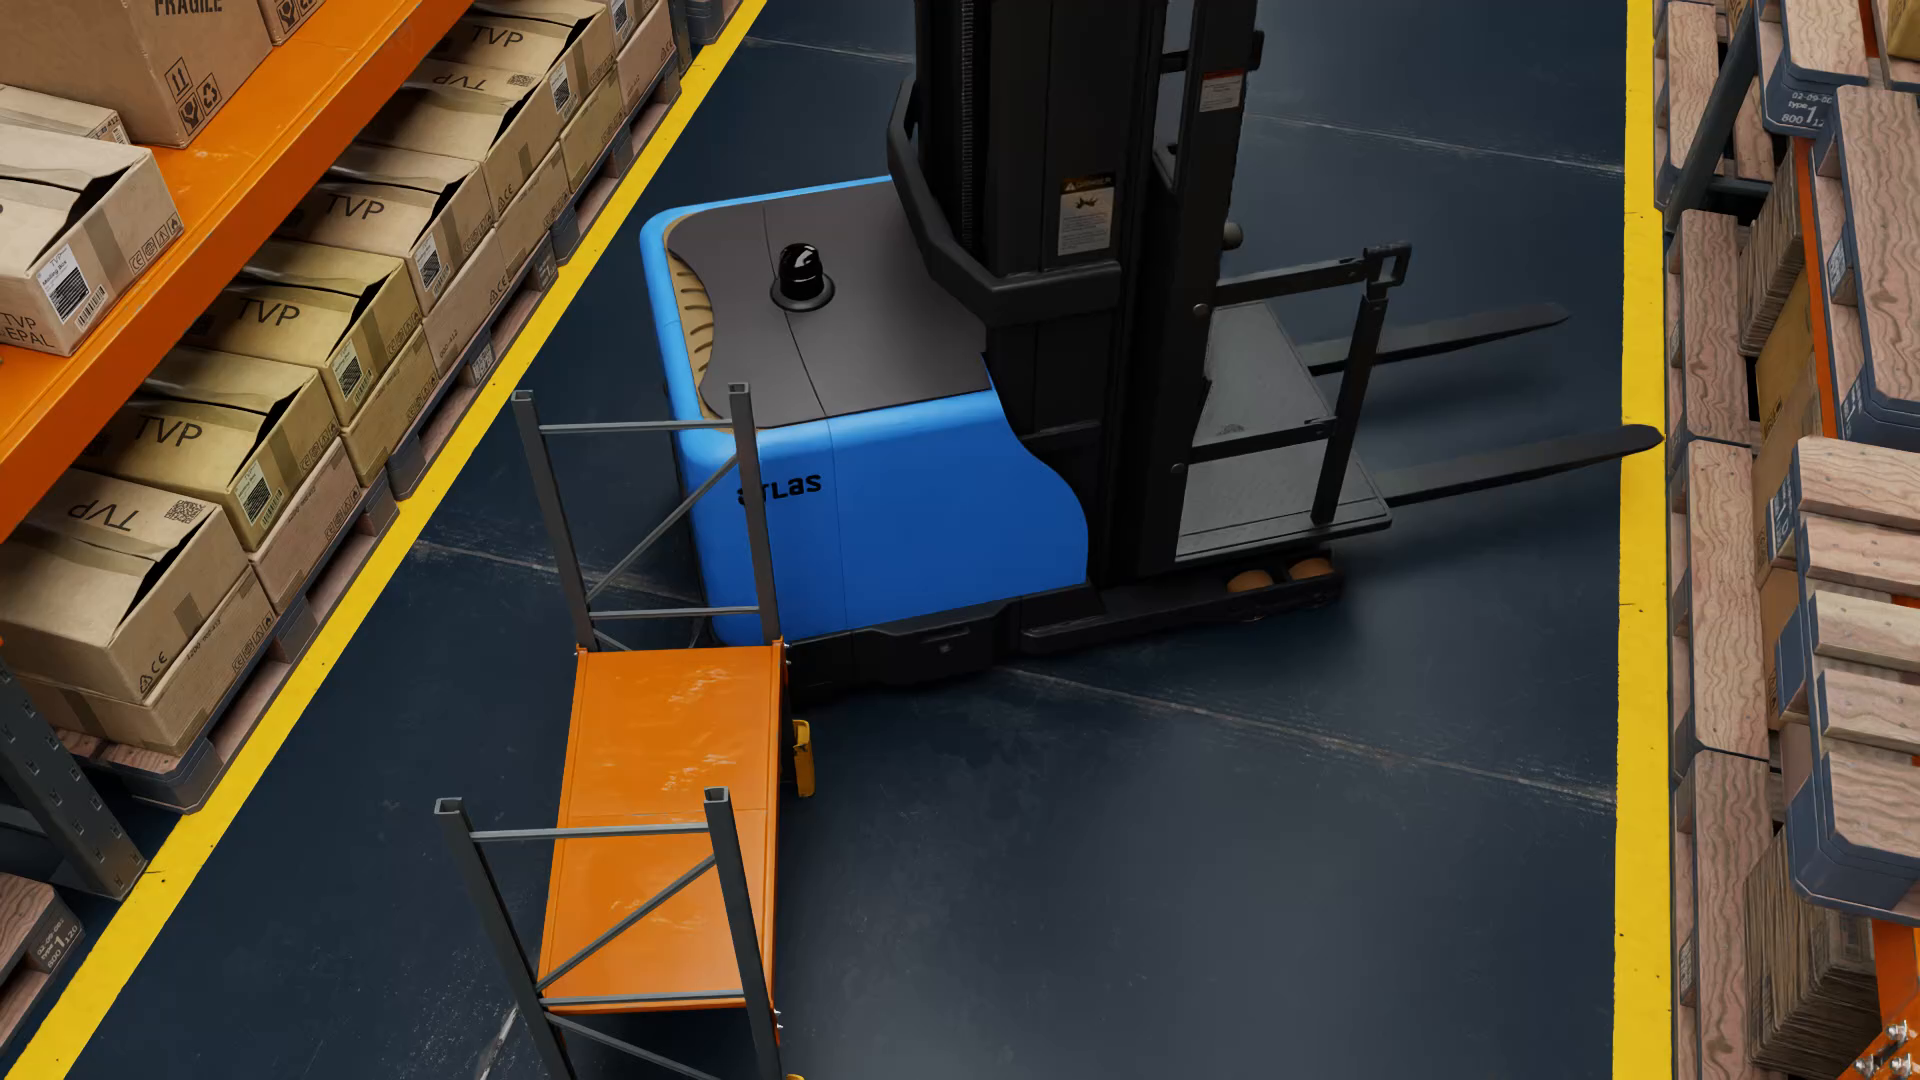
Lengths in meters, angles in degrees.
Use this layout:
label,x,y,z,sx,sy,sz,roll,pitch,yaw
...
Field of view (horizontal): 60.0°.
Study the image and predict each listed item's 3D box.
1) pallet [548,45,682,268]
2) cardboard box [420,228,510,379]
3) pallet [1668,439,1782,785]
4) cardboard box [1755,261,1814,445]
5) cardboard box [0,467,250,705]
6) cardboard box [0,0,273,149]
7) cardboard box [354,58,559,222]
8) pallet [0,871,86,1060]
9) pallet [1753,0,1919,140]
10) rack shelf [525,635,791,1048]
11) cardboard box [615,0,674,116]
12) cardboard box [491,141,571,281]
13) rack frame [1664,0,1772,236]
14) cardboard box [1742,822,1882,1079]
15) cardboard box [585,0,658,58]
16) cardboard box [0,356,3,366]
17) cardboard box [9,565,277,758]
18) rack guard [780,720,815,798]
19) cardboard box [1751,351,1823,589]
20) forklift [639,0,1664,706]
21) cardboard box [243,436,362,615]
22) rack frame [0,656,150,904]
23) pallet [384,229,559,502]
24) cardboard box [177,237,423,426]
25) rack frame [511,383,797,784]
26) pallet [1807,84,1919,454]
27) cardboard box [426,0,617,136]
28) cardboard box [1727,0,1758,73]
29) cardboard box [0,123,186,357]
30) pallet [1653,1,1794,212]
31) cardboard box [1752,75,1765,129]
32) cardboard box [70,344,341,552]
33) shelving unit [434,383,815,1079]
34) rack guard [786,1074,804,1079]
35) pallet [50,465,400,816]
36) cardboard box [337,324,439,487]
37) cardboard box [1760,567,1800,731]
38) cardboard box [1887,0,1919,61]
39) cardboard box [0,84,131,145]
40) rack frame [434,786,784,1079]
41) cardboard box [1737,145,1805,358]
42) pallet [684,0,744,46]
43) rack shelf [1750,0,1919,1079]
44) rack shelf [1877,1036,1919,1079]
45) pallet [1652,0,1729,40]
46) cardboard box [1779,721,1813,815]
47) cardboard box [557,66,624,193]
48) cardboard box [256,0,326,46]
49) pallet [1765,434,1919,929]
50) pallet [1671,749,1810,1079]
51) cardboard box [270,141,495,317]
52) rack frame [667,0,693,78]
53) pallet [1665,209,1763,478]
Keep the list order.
label,x,y,z,sx,sy,sz,roll,pitch,yaw
pallet,-1.785,-1.604,6.525,1.003,0.211,1.213,12,50,10
cardboard box,-1.862,-0.836,5.541,0.500,0.250,0.500,12,50,11
pallet,2.629,0.279,4.863,1.003,0.211,1.213,12,50,10
cardboard box,2.886,-0.492,5.057,0.700,0.500,0.500,11,49,9
cardboard box,-2.260,0.090,4.350,0.500,0.311,0.500,13,50,11
cardboard box,-2.255,-1.424,4.440,0.500,0.500,0.500,9,49,8
cardboard box,-1.723,-1.395,5.660,0.500,0.311,0.500,11,50,10
pallet,-2.914,1.281,3.979,1.003,0.211,1.213,12,50,10
pallet,2.810,-1.505,4.706,1.003,0.211,1.213,12,50,10
rack shelf,-0.674,0.681,3.888,0.538,0.185,1.000,-2,49,-2
cardboard box,-1.458,-1.940,6.515,0.500,0.250,0.500,11,50,10
cardboard box,-1.727,-1.204,5.866,0.500,0.250,0.500,13,50,11
rack frame,3.152,-2.093,5.096,1.000,3.000,0.127,12,50,10
cardboard box,2.238,0.951,3.784,0.700,0.500,0.500,12,50,11
cardboard box,-1.458,-2.133,6.312,0.500,0.311,0.500,12,50,10
cardboard box,-2.543,-0.399,3.661,0.500,0.311,0.500,14,50,12
cardboard box,-2.260,0.276,4.560,0.500,0.250,0.500,11,50,10
rack guard,-0.698,0.610,4.545,0.587,0.250,0.087,-2,49,-2
cardboard box,2.713,-0.131,4.739,0.700,0.500,0.500,12,50,10
forklift,0.669,-1.098,4.264,3.031,2.935,1.130,-11,49,-9
cardboard box,-2.128,-0.088,4.881,0.500,0.250,0.500,10,49,9
rack frame,-2.681,-0.174,3.403,1.000,3.000,0.127,12,50,10
pallet,-2.104,-0.719,5.744,1.003,0.211,1.213,12,50,10
cardboard box,-1.993,-0.660,5.012,0.500,0.311,0.500,10,49,9
rack frame,-0.699,0.181,4.090,0.500,1.500,0.032,-2,49,-2
pallet,2.580,-0.576,3.886,1.003,0.211,1.213,12,50,10
cardboard box,-1.589,-1.755,5.978,0.500,0.311,0.500,13,50,11
cardboard box,3.386,-2.170,6.538,0.500,0.500,0.500,8,49,7
cardboard box,-2.259,-0.754,3.974,0.500,0.311,0.500,11,49,10
pallet,3.294,-1.663,6.577,1.003,0.211,1.213,12,50,10
cardboard box,3.264,-1.694,6.340,0.380,0.166,0.250,6,49,5
cardboard box,-2.130,-0.292,4.686,0.500,0.311,0.500,10,49,9
shelving unit,-0.673,0.569,3.748,0.587,1.500,1.083,-2,49,-2
rack guard,-0.649,1.355,3.887,0.587,0.250,0.087,-2,49,-2
pallet,-2.427,0.161,4.967,1.003,0.211,1.213,12,50,10
cardboard box,-1.997,-0.465,5.214,0.500,0.250,0.500,10,49,9
cardboard box,2.589,0.236,4.415,0.700,0.500,0.500,11,50,10
cardboard box,2.831,-1.507,4.219,0.700,0.500,0.500,16,51,14
cardboard box,-2.400,-1.025,4.321,0.380,0.149,0.250,15,50,13
rack frame,-0.649,0.943,3.418,0.500,1.500,0.032,-2,49,-2
cardboard box,2.974,-0.876,5.396,0.700,0.500,0.500,13,50,11
pallet,-1.379,-2.712,7.503,1.003,0.211,1.213,12,50,10
rack shelf,2.625,-0.408,4.089,1.077,0.370,4.000,12,50,10
rack shelf,1.573,2.485,1.536,1.077,0.370,4.000,12,50,10
pallet,3.614,-2.548,7.358,1.003,0.211,1.213,12,50,10
cardboard box,2.486,0.601,4.092,0.700,0.500,0.500,11,50,10
cardboard box,-1.593,-1.574,6.192,0.500,0.250,0.500,11,49,9
cardboard box,-2.117,-1.805,4.776,0.500,0.500,0.500,12,50,10
pallet,2.184,0.327,3.088,1.213,0.211,1.003,12,50,10
pallet,2.306,1.158,4.087,1.003,0.211,1.213,12,50,10
cardboard box,-1.859,-1.032,5.340,0.500,0.311,0.500,11,49,10
rack frame,-1.628,-3.068,5.957,1.000,3.000,0.127,12,50,10
pallet,2.948,-0.607,5.645,1.003,0.211,1.213,12,50,10
